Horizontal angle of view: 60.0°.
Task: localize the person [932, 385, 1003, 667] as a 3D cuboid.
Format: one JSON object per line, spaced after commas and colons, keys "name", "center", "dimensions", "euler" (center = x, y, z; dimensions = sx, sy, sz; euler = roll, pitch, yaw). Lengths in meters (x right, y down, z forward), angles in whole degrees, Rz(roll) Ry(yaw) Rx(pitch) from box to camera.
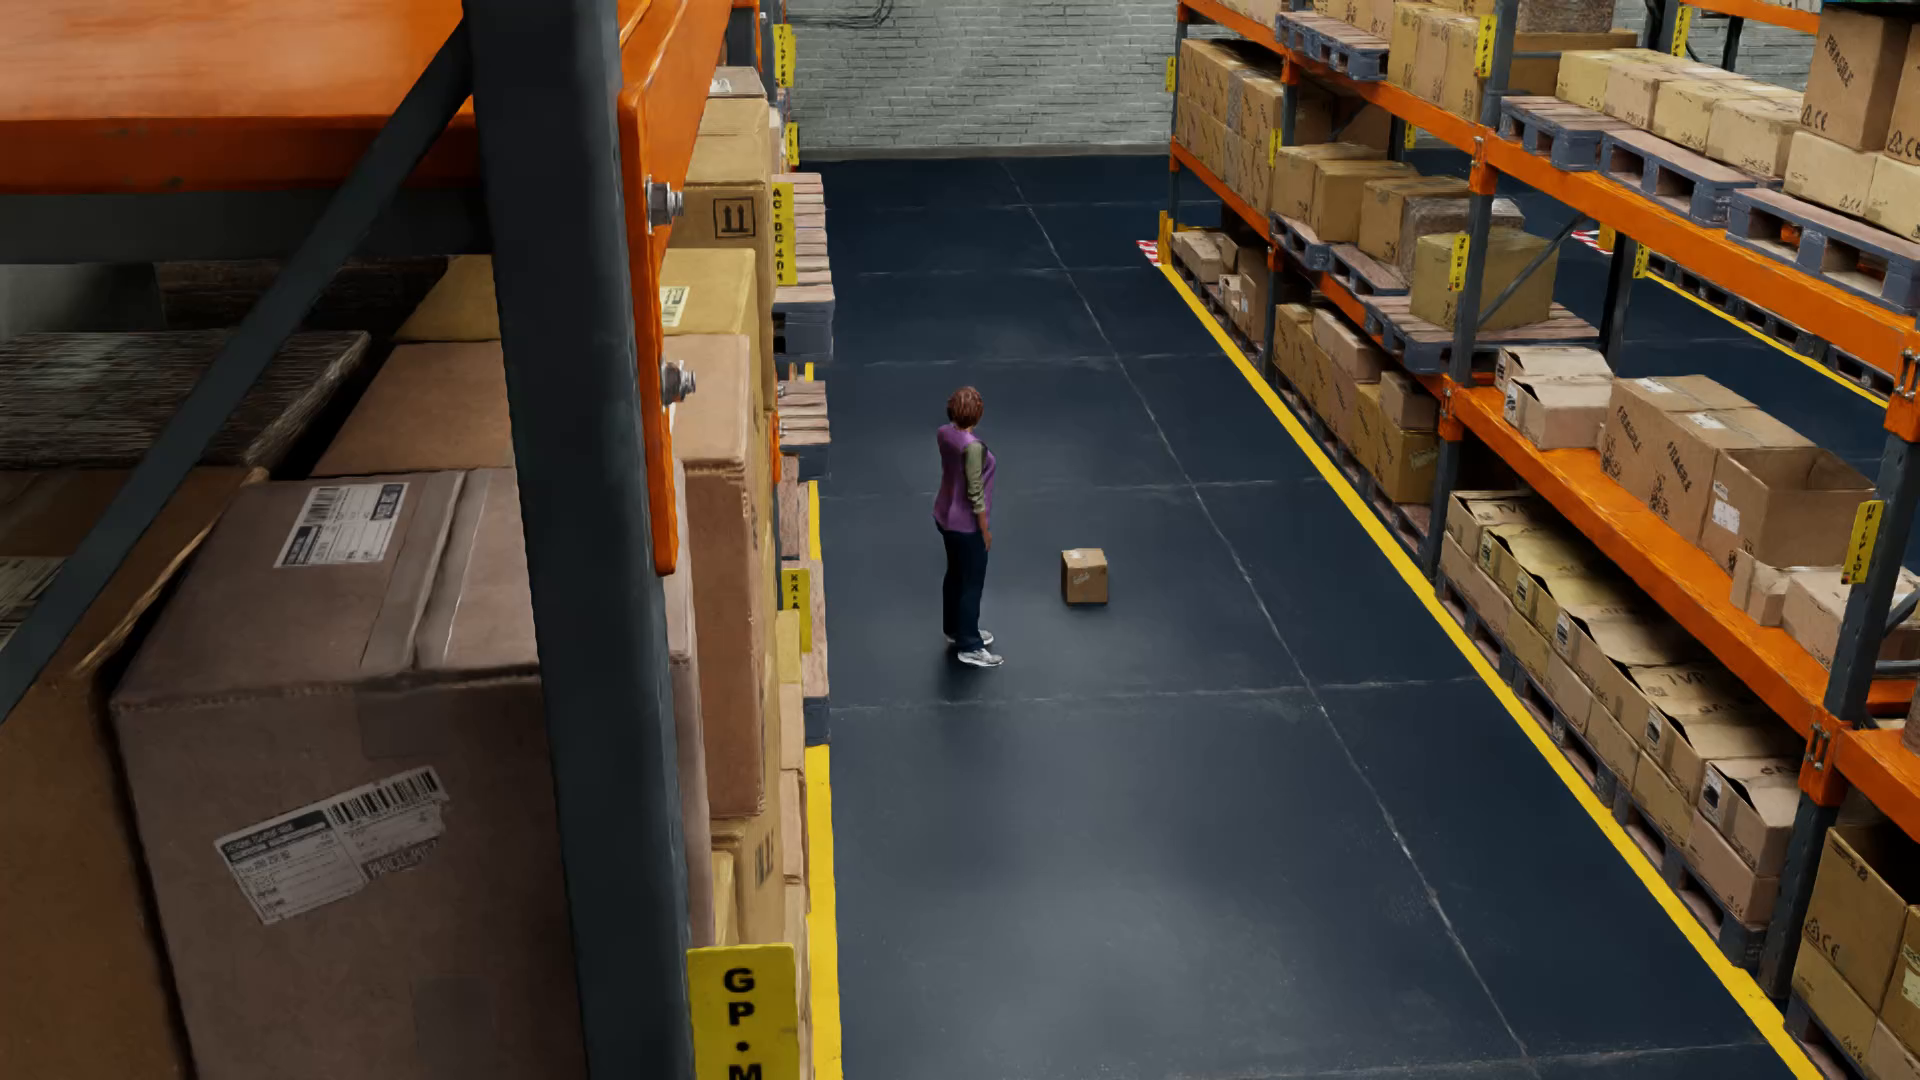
{"name": "person", "center": [0.042, -0.082, 9.285], "dimensions": [0.368, 1.629, 0.453], "euler": [-11, 26, -23]}
